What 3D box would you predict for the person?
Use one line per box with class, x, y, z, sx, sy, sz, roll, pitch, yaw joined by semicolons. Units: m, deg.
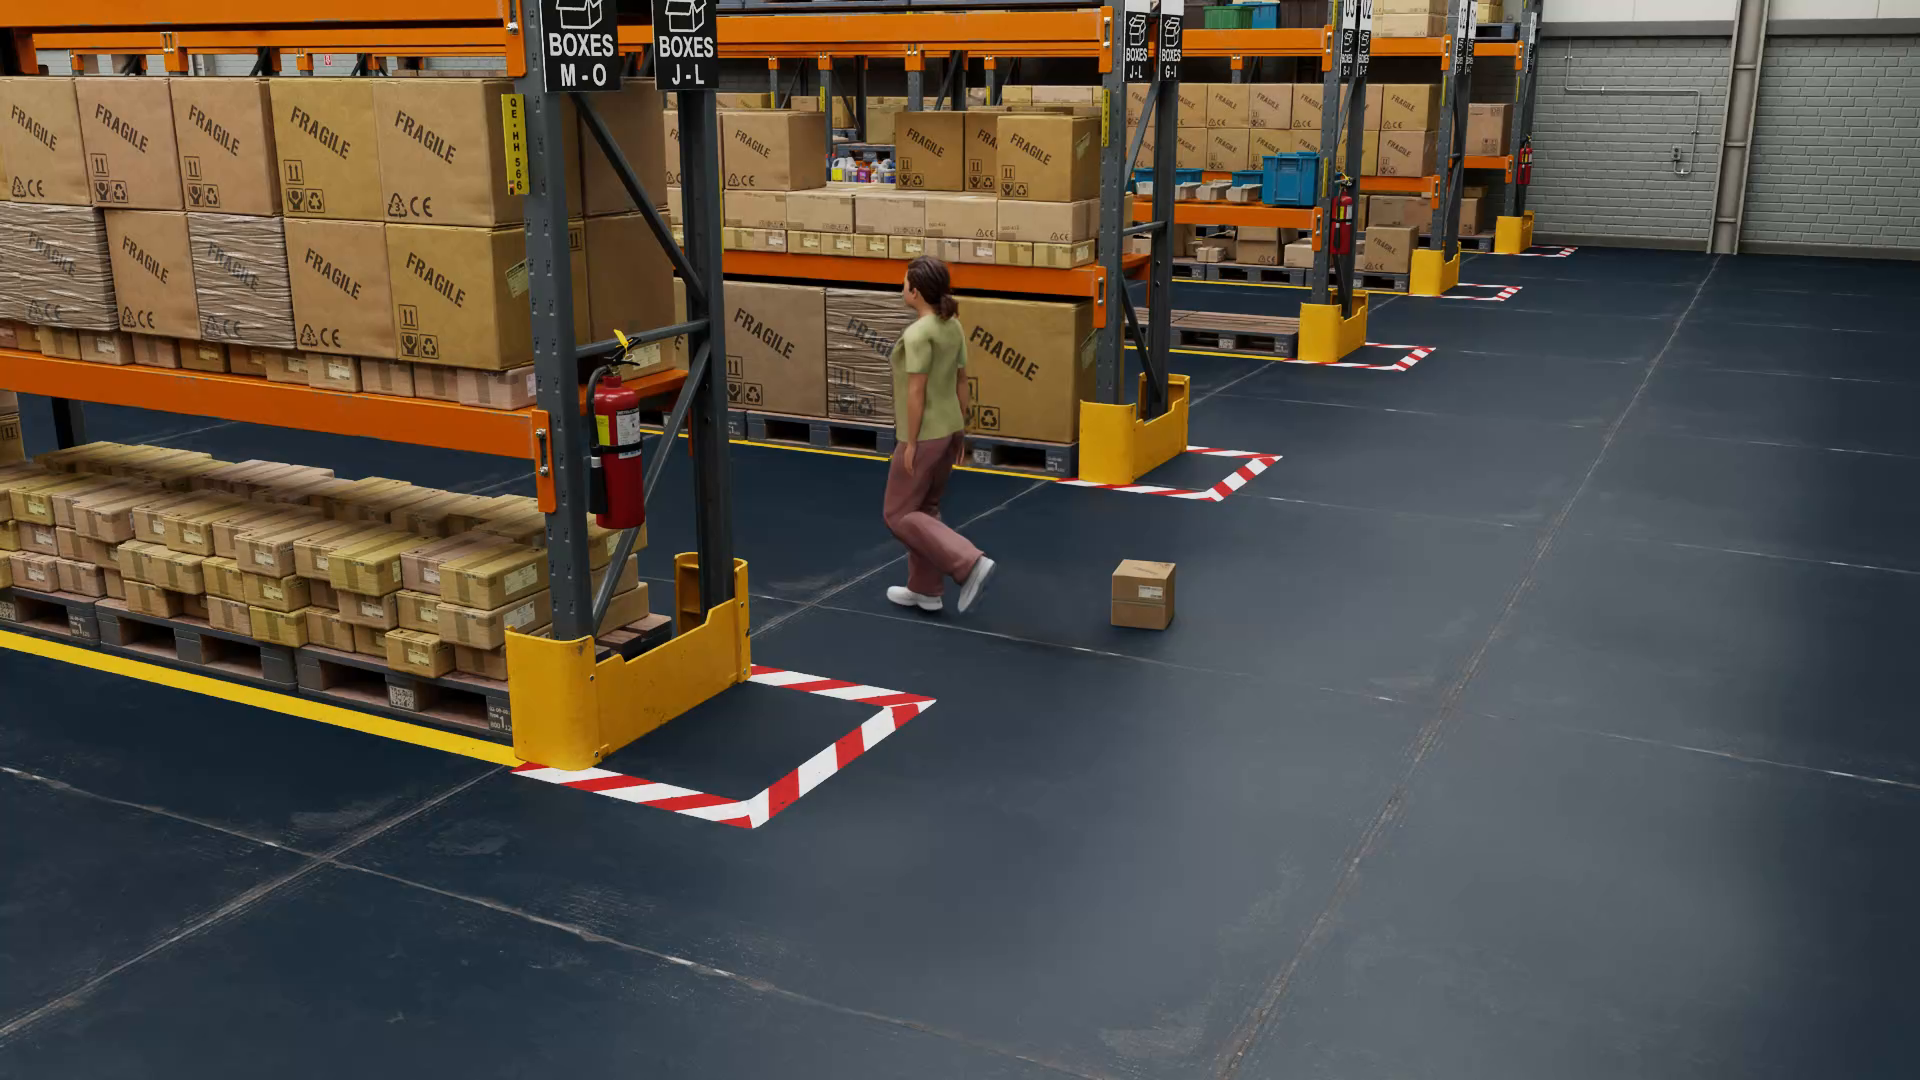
person;-0.088;-0.452;7.568;0.658;1.653;0.442;9;18;27
